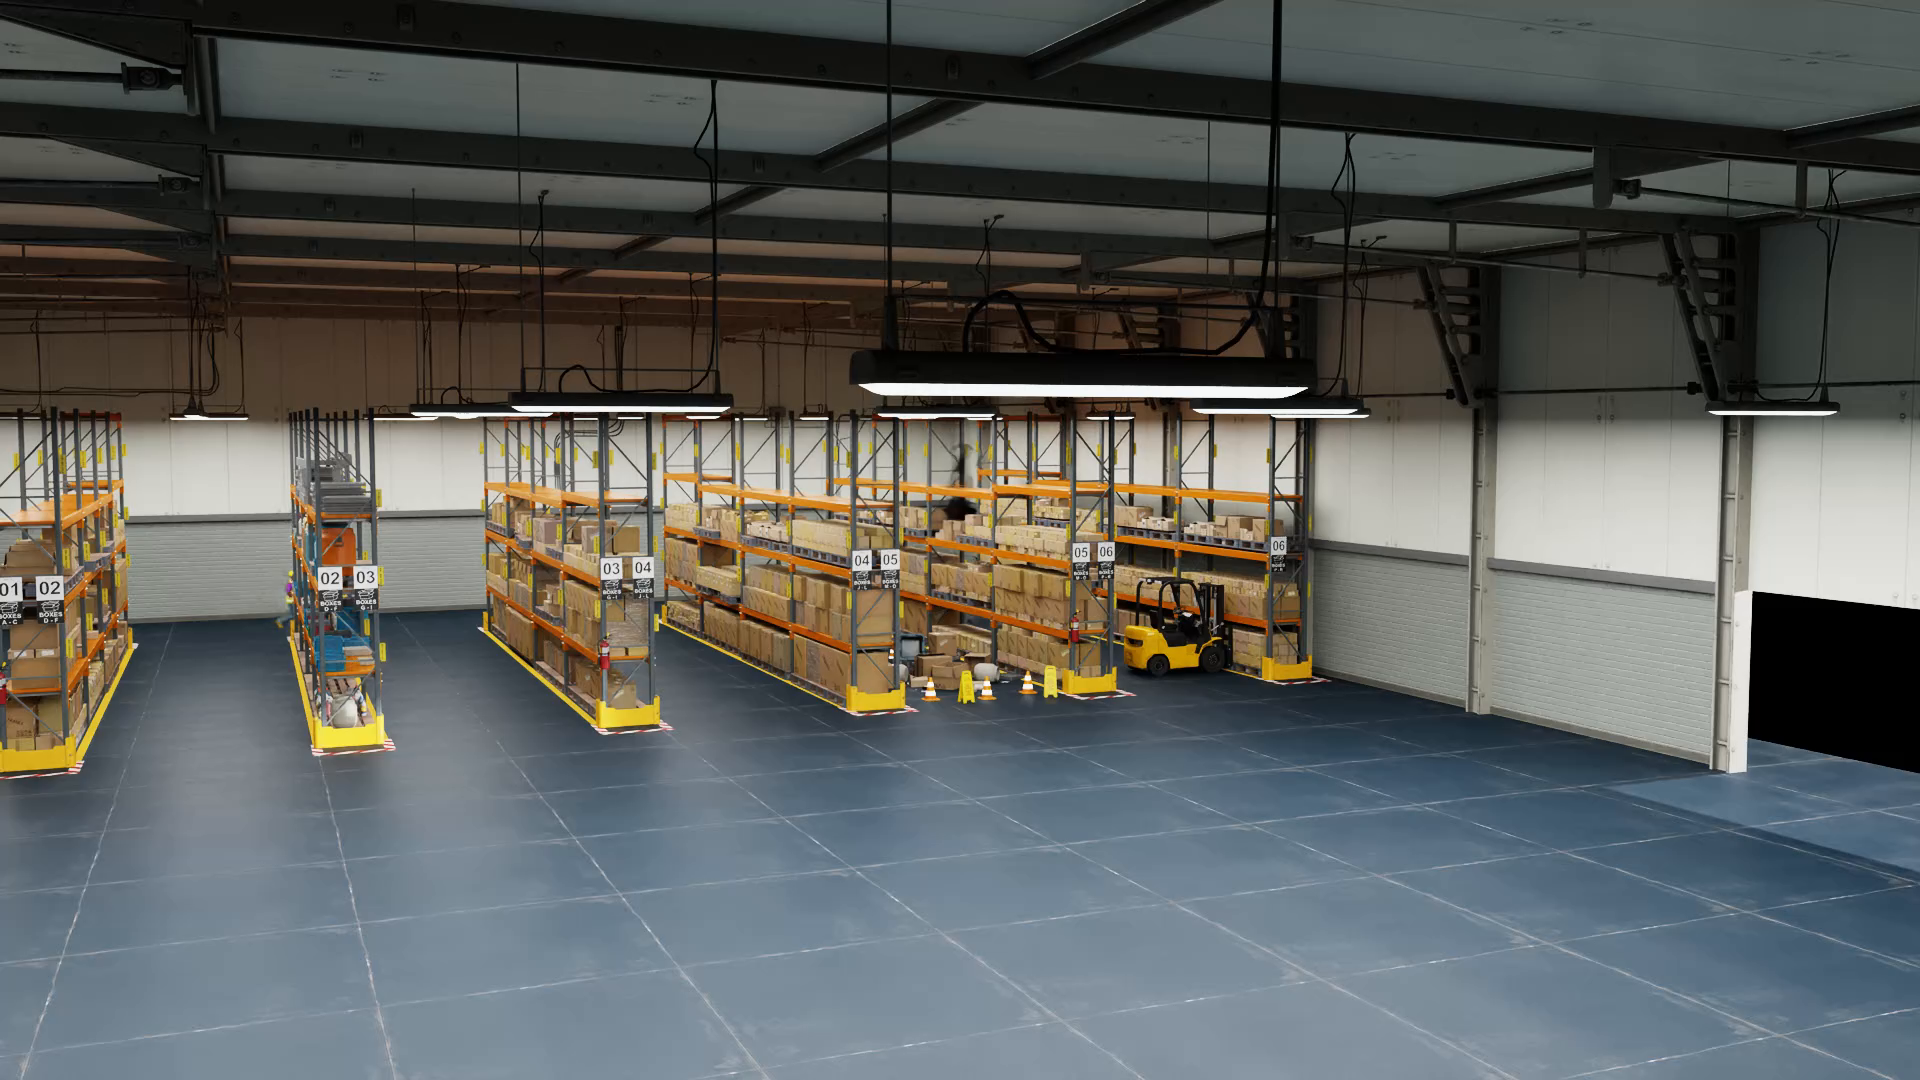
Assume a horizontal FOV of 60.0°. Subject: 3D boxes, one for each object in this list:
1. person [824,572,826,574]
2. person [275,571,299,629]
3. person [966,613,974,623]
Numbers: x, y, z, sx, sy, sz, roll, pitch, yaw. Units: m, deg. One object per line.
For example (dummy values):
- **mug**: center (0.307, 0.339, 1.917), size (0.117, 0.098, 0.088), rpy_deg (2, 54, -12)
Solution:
- **person**: center (-3.881, 1.324, 51.113), size (0.717, 1.731, 0.580), rpy_deg (-2, 4, -27)
- **person**: center (-18.210, 1.708, 45.239), size (0.813, 1.761, 0.715), rpy_deg (-1, 4, -11)
- **person**: center (0.302, 1.519, 47.735), size (0.683, 1.731, 0.612), rpy_deg (-3, 5, -40)
